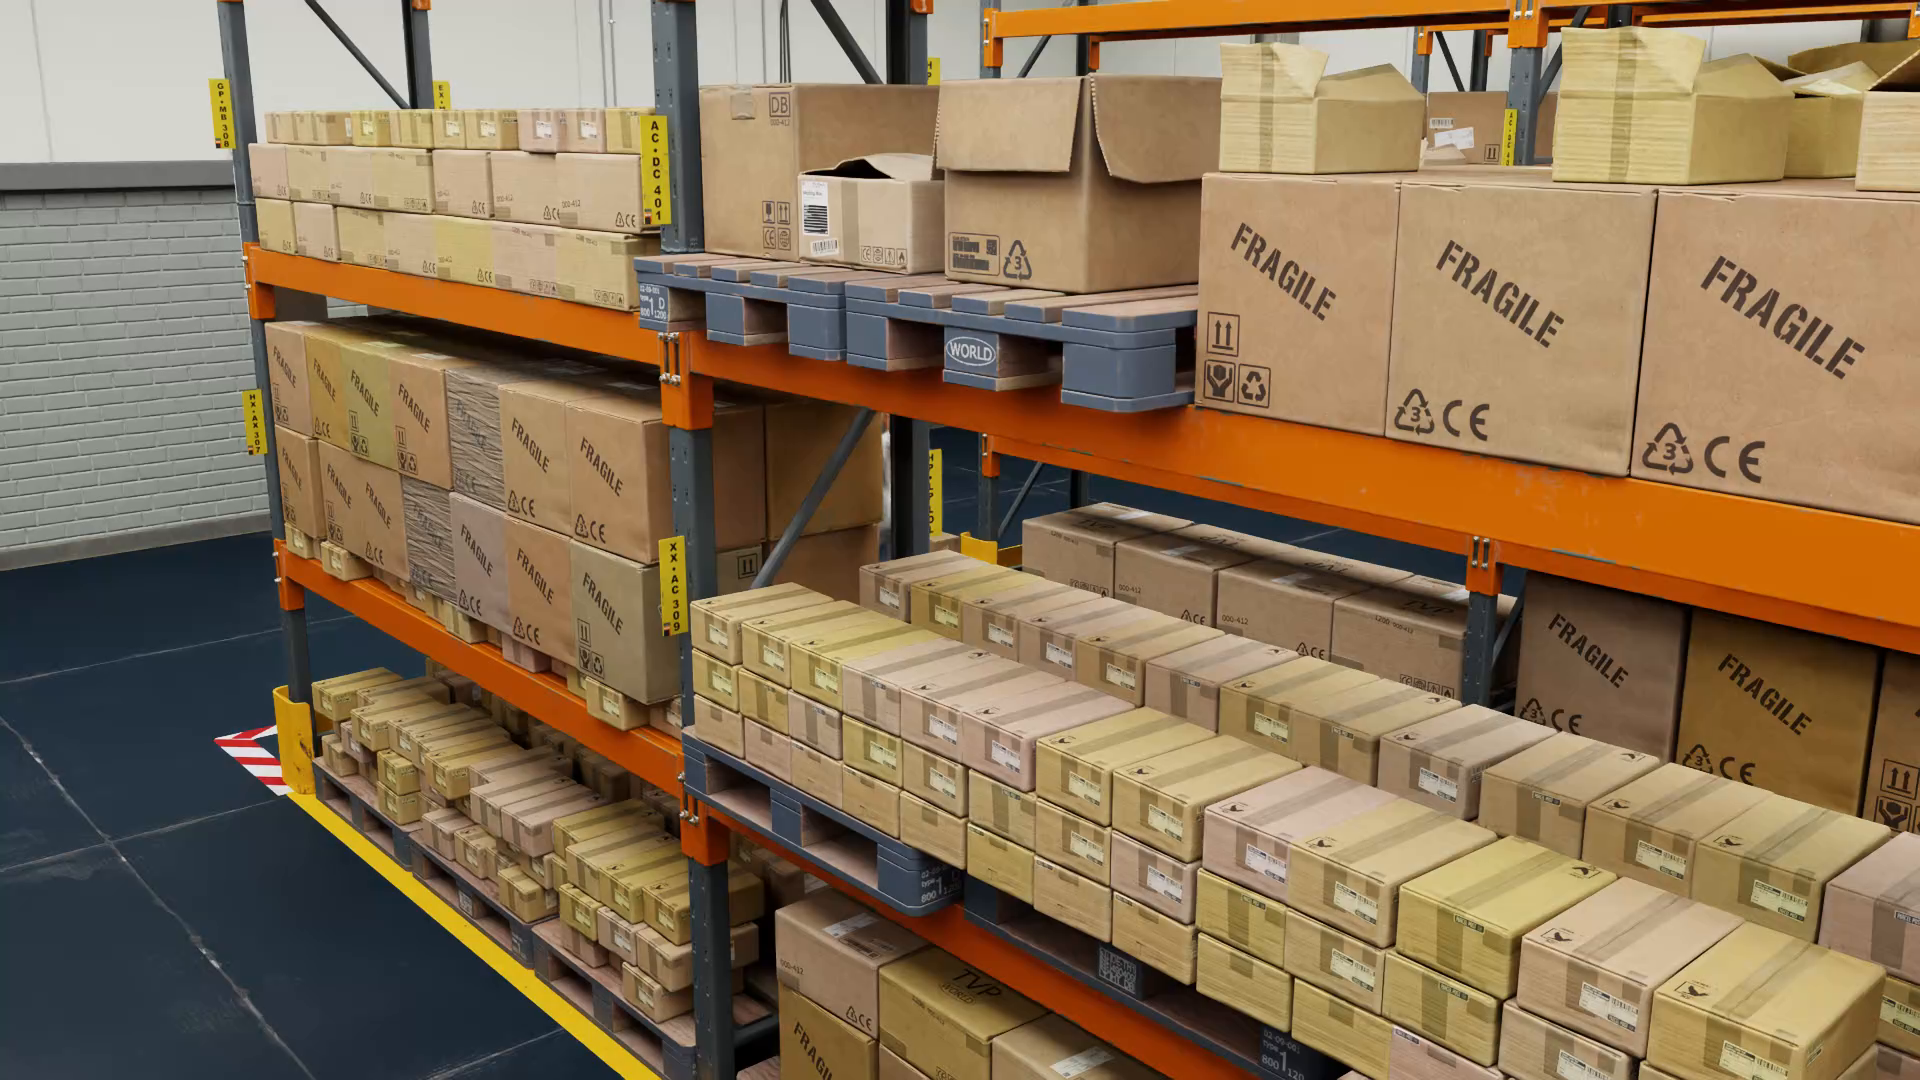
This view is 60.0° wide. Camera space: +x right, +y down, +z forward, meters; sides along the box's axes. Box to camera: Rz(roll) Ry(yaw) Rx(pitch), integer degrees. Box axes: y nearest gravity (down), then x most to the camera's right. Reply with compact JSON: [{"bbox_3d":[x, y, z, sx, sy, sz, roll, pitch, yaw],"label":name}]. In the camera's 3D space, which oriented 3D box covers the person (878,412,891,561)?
[{"bbox_3d":[-0.504,-0.148,11.012,0.480,1.649,0.613,13,19,41],"label":"person"}]
